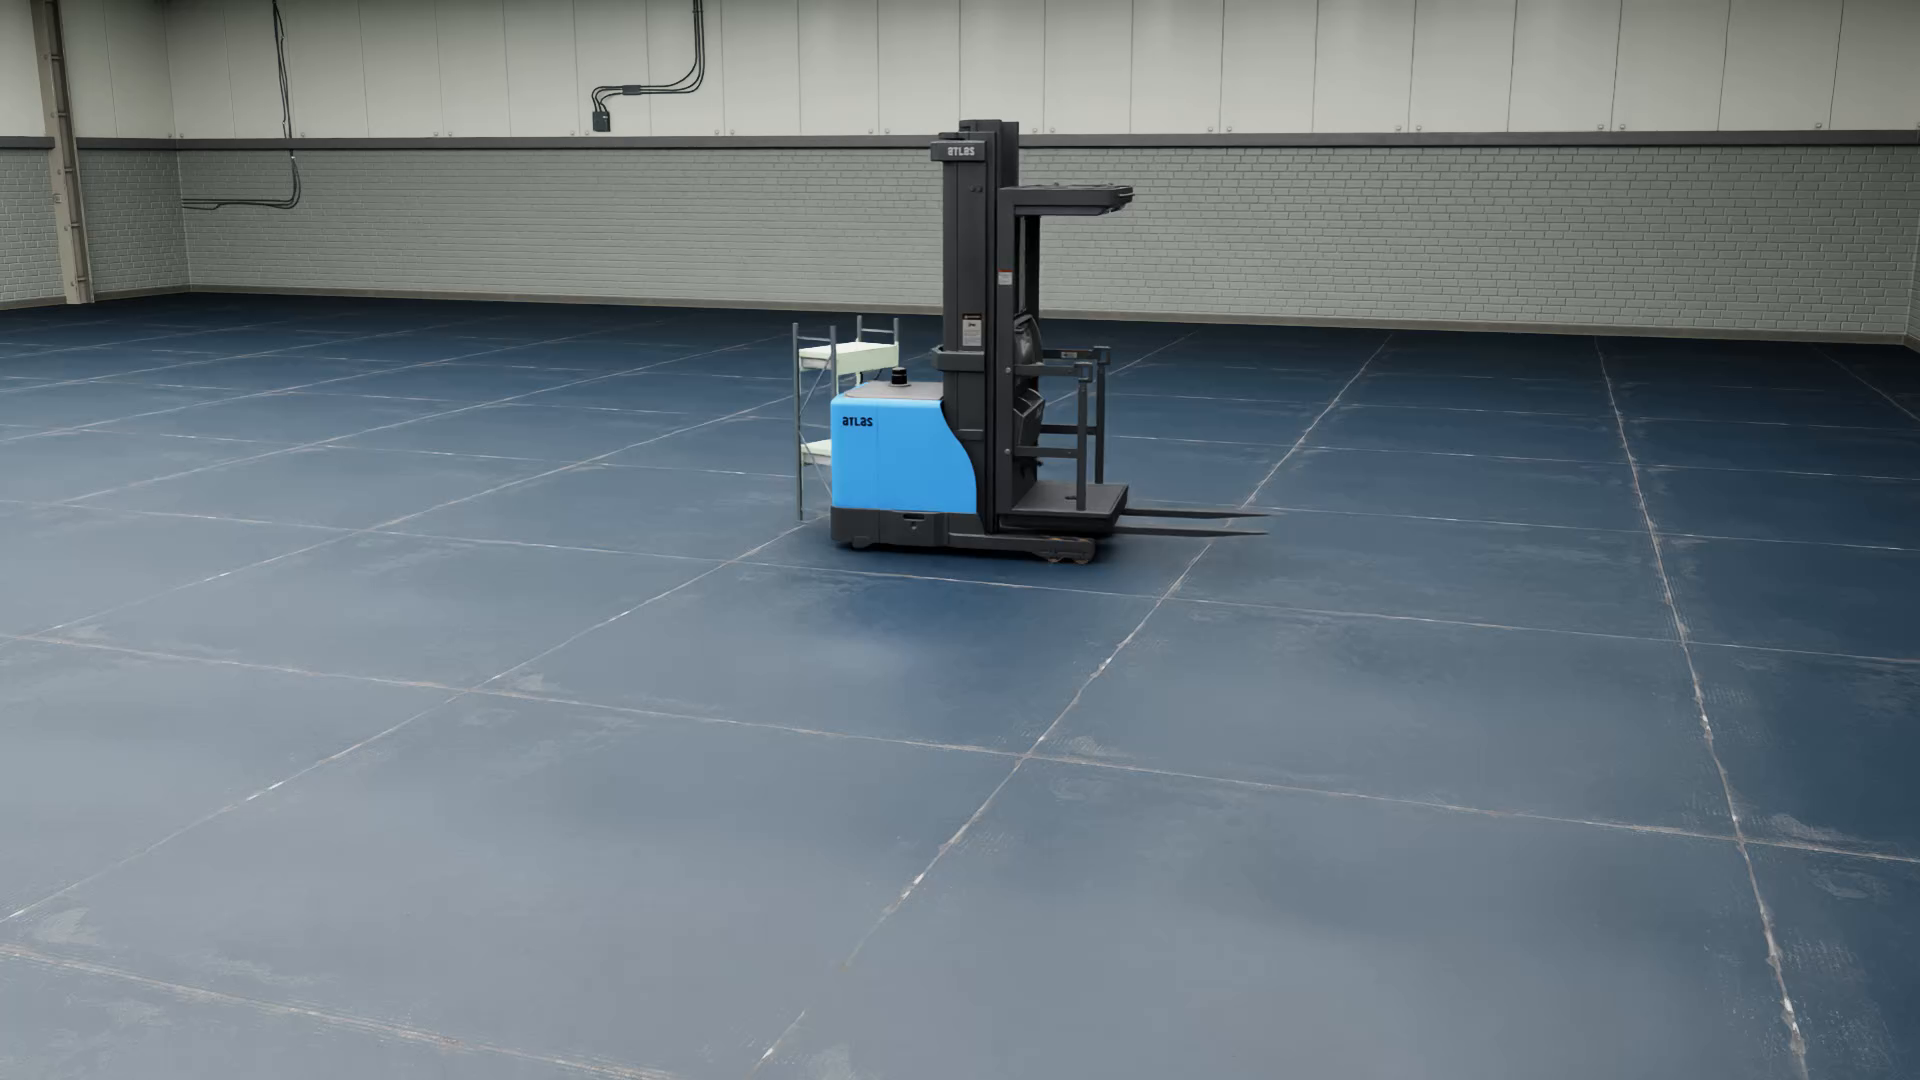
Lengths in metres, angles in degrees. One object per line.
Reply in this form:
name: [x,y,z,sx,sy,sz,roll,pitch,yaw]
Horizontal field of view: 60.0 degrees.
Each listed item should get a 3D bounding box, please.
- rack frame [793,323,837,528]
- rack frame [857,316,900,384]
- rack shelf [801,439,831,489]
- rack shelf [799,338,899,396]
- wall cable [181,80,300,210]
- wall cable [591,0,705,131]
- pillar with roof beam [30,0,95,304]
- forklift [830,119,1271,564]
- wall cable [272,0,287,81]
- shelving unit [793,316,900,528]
rack frame: [-1.065,-0.842,12.306,0.400,1.500,0.023,9,16,36]
rack frame: [-0.628,-0.972,12.878,0.400,1.500,0.023,9,16,36]
rack shelf: [-0.847,-0.589,12.664,0.431,0.370,0.720,9,16,36]
rack shelf: [-0.847,-1.288,12.505,0.431,0.370,0.720,9,16,36]
wall cable: [-14.677,-7.945,33.553,3.097,2.526,0.112,4,14,18]
wall cable: [-5.699,-10.430,29.820,2.305,6.003,0.169,4,14,18]
pillar with roof beam: [-12.808,-8.624,29.549,9.100,9.000,0.400,4,14,18]
forklift: [0.659,-1.398,11.528,3.031,2.935,1.130,3,13,11]
wall cable: [-12.117,-10.213,32.138,3.097,2.526,0.112,4,14,18]
shelving unit: [-0.847,-0.907,12.592,0.431,1.500,0.755,9,16,36]
